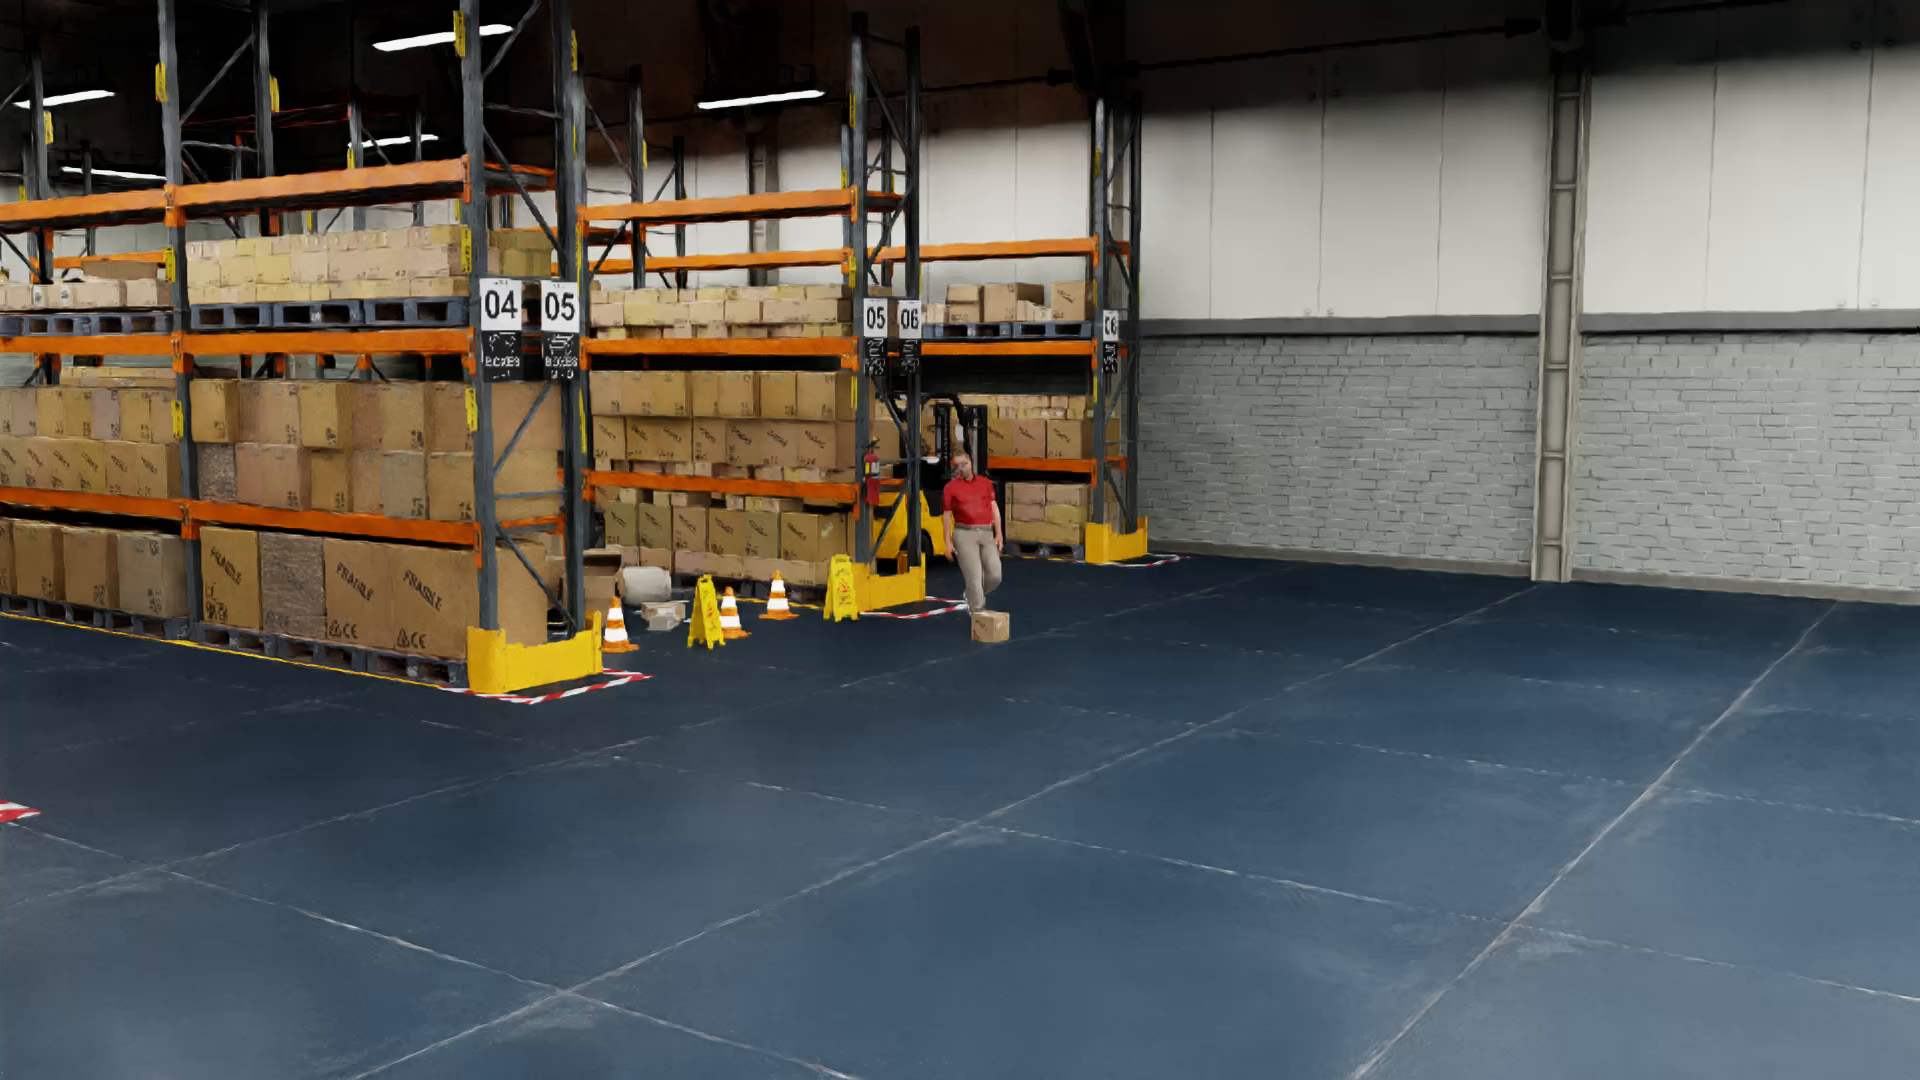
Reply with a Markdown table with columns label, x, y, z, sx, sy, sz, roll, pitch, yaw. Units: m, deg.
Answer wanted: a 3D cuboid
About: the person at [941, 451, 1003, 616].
| label | x | y | z | sx | sy | sz | roll | pitch | yaw |
| --- | --- | --- | --- | --- | --- | --- | --- | --- | --- |
| person | 0.124 | 0.001 | 15.974 | 0.562 | 1.707 | 0.723 | -3 | 7 | -28 |
